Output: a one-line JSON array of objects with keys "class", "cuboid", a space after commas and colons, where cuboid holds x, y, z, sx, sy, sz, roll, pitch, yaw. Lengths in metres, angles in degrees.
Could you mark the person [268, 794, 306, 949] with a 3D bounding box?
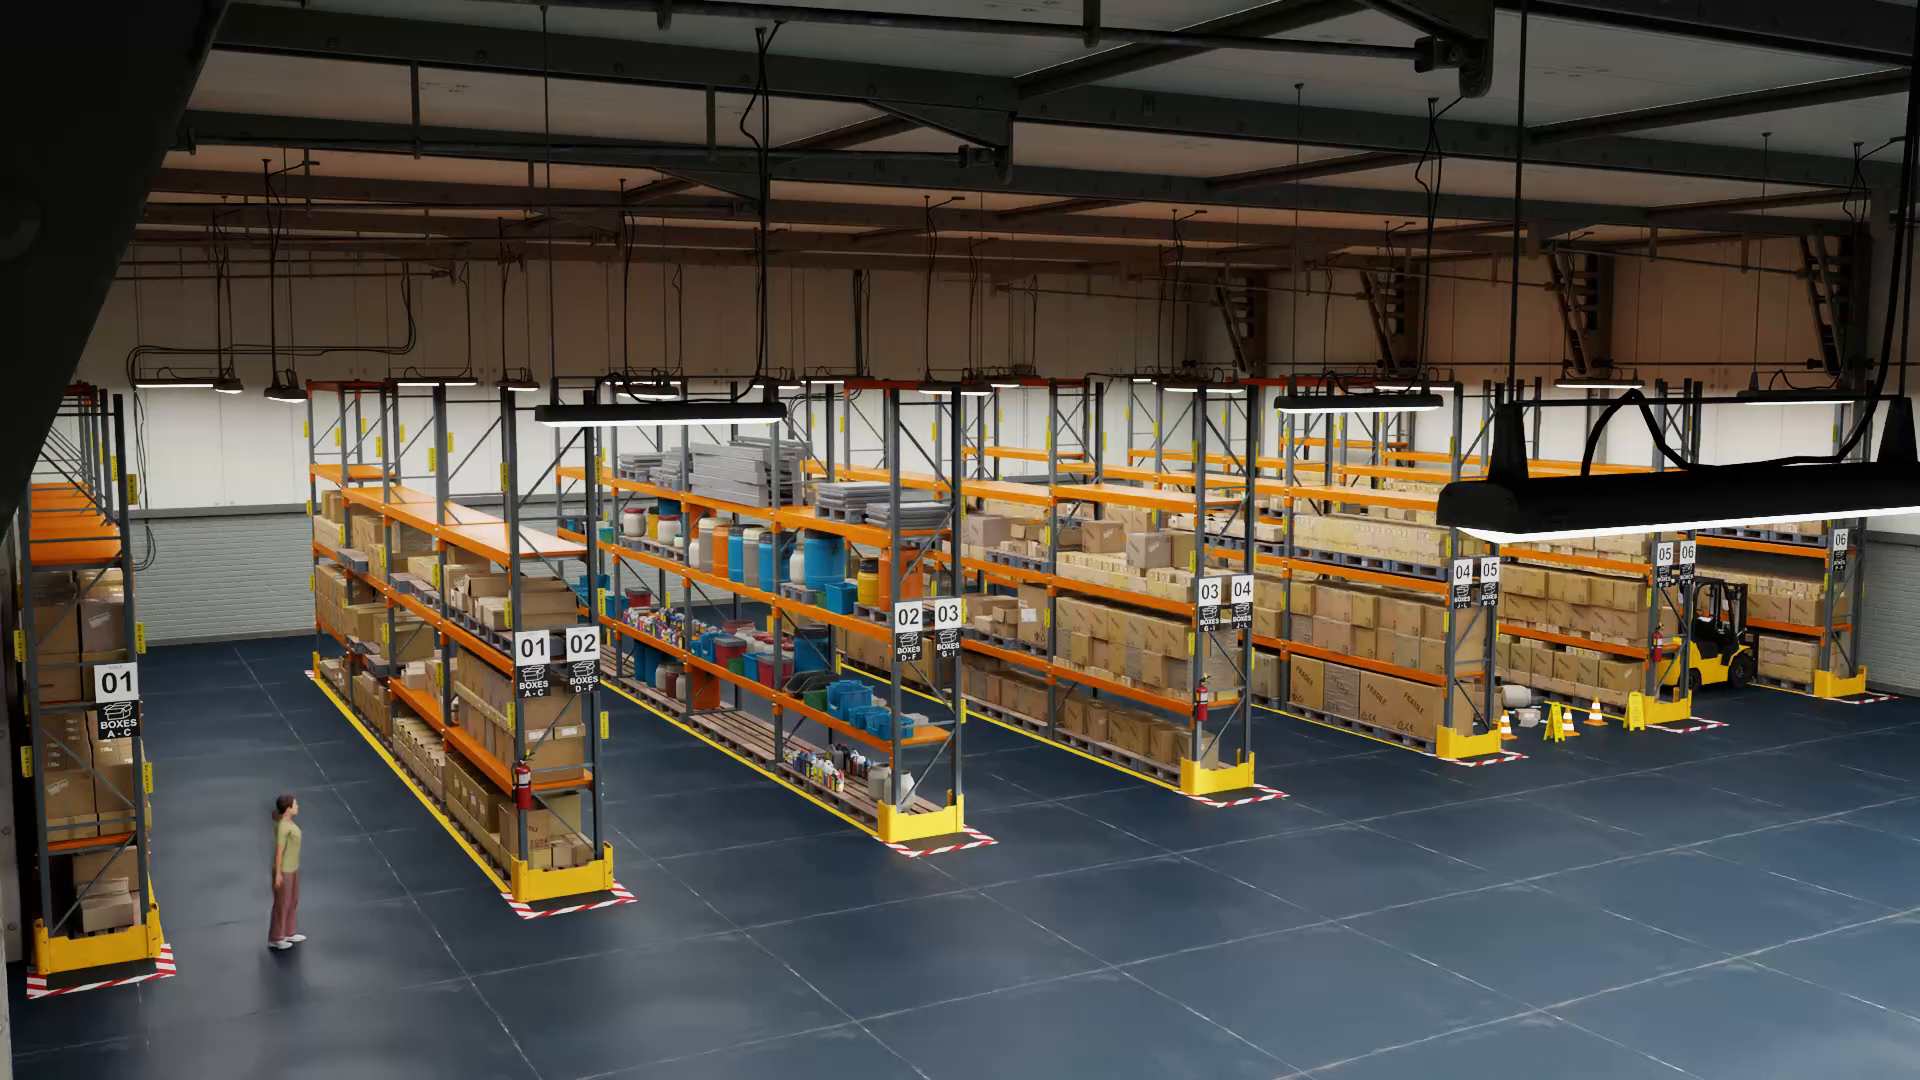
[{"class": "person", "cuboid": [-7.340, 3.592, 18.072, 0.388, 1.682, 0.600, -1, 6, -11]}]
